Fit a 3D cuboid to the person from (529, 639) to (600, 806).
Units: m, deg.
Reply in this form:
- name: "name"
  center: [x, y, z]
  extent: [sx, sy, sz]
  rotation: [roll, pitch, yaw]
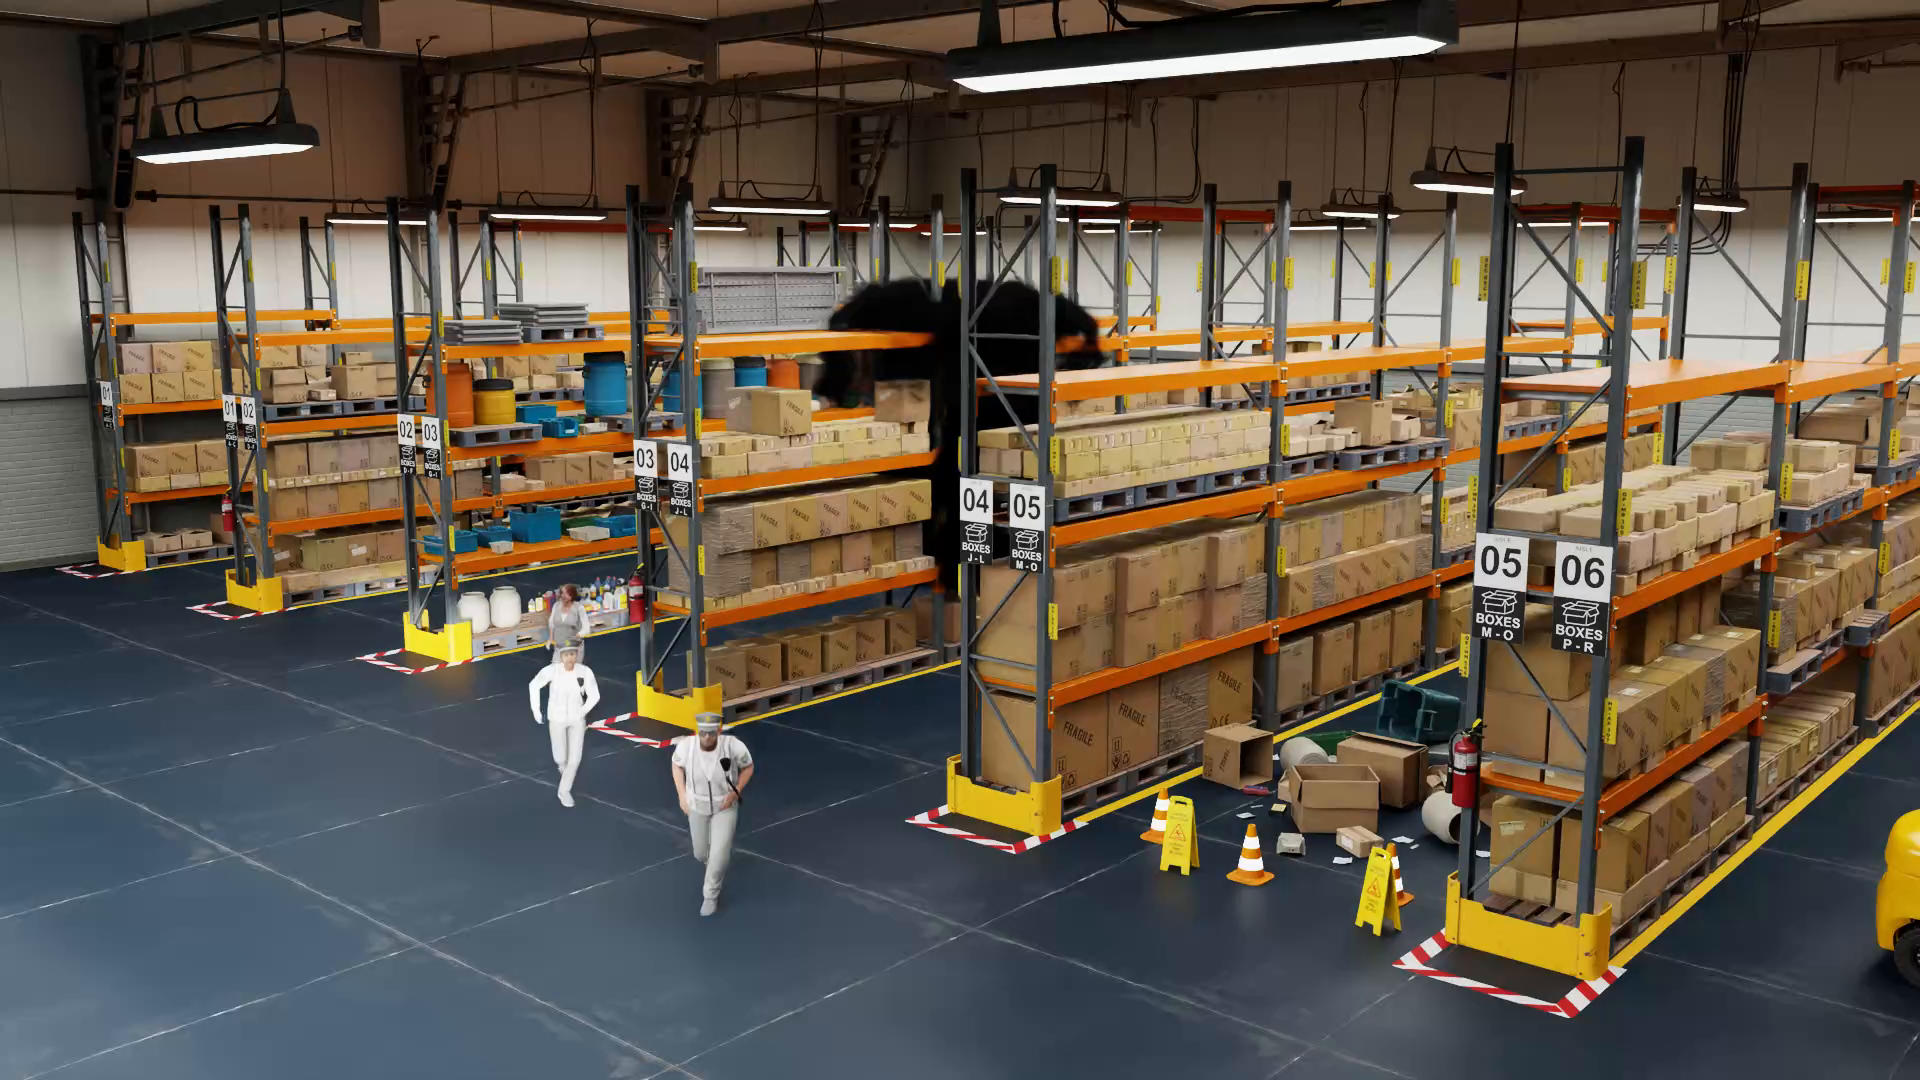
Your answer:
- name: "person"
  center: [-3.792, 1.738, 16.013]
  extent: [0.653, 1.649, 0.639]
  rotation: [-3, 10, -16]

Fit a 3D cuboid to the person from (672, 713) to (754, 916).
- name: "person"
  center: [-1.993, 2.146, 13.480]
  extent: [0.661, 1.713, 0.837]
  rotation: [-1, 10, -7]

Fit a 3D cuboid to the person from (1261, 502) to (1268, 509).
- name: "person"
  center: [4.711, 0.194, 25.276]
  extent: [0.616, 1.632, 0.599]
  rotation: [7, 12, 35]

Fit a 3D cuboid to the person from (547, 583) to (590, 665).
- name: "person"
  center: [-4.495, 1.266, 19.034]
  extent: [0.536, 1.569, 0.540]
  rotation: [1, 10, 6]
